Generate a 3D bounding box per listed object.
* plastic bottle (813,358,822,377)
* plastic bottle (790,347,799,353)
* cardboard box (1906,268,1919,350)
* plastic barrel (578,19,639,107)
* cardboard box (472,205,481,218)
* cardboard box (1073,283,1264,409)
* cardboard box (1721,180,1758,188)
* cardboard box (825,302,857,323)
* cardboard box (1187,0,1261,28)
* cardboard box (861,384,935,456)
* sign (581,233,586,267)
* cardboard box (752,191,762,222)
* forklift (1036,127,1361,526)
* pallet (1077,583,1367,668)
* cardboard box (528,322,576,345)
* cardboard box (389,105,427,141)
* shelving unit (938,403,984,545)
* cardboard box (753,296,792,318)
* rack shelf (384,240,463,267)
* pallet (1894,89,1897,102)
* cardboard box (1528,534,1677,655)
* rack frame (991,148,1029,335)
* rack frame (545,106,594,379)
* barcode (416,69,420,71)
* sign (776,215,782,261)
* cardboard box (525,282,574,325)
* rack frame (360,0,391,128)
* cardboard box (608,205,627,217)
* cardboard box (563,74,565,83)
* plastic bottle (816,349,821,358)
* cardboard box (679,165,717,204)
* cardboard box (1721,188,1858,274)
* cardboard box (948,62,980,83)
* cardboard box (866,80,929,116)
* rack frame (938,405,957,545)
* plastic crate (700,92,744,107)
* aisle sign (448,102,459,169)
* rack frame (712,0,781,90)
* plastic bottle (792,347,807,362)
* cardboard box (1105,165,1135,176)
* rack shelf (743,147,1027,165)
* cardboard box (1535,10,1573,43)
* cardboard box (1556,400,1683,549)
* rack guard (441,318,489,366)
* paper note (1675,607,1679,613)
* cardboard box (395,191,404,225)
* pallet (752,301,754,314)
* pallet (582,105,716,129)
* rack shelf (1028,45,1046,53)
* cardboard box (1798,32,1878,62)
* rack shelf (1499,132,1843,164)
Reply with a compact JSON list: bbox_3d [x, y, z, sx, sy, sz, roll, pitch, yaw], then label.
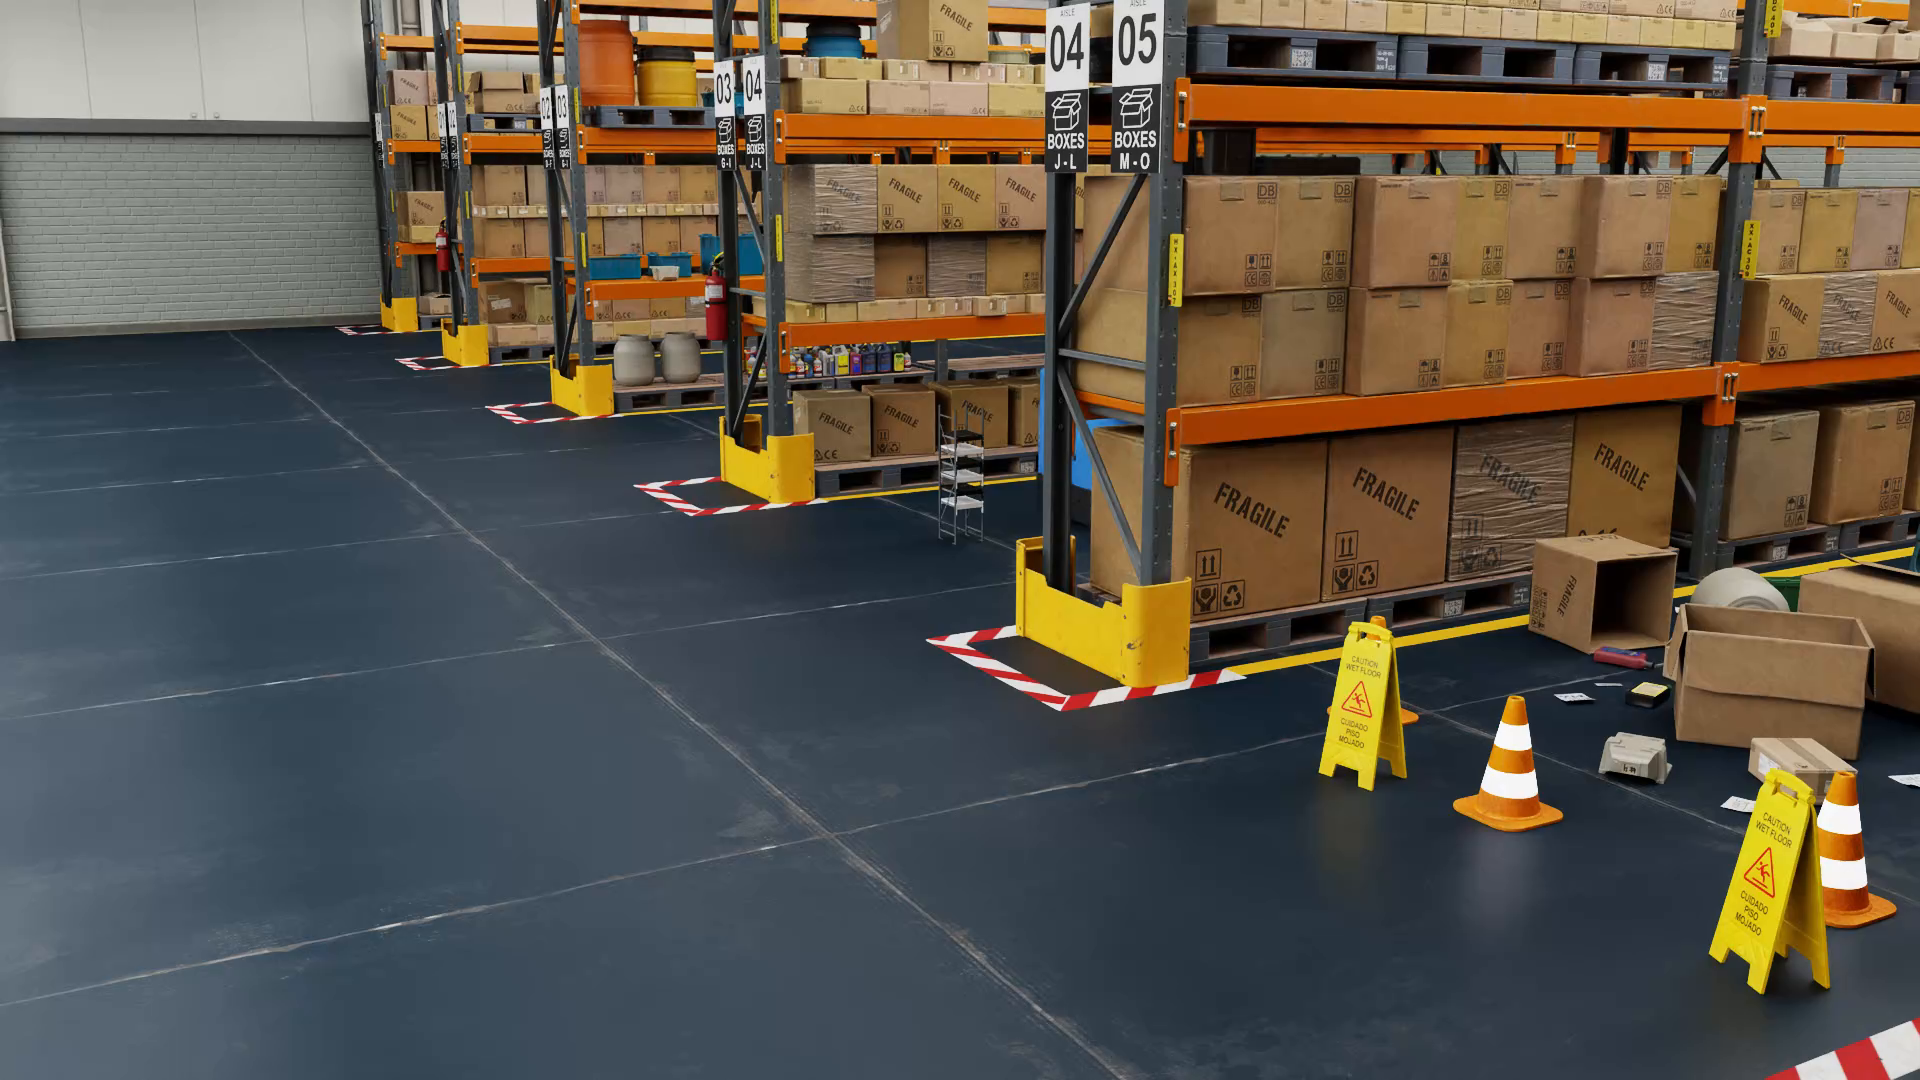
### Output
[{"bbox_3d":[-1.537,-1.861,17.920,0.097,0.201,0.097,0,13,0],"label":"plastic bottle"},{"bbox_3d":[-1.868,-2.076,18.534,0.185,0.351,0.144,-7,14,-28],"label":"plastic bottle"},{"bbox_3d":[6.158,-1.513,10.775,0.500,0.500,0.500,-7,14,-27],"label":"cardboard box"},{"bbox_3d":[-3.568,-4.756,16.644,0.708,0.830,0.600,-7,14,-28],"label":"plastic barrel"},{"bbox_3d":[-6.059,-4.200,21.234,0.250,0.149,0.380,-7,15,-29],"label":"cardboard box"},{"bbox_3d":[1.032,-1.003,8.391,0.550,0.550,0.875,-7,14,-28],"label":"cardboard box"},{"bbox_3d":[7.808,-3.510,17.362,0.637,0.503,0.797,-7,14,-27],"label":"cardboard box"},{"bbox_3d":[-0.967,-1.732,12.547,0.250,0.149,0.380,-7,14,-28],"label":"cardboard box"},{"bbox_3d":[1.182,-2.450,7.722,0.250,0.149,0.380,-7,14,-27],"label":"cardboard box"},{"bbox_3d":[-0.496,-0.966,13.304,0.500,0.500,0.500,-3,13,-13],"label":"cardboard box"},{"bbox_3d":[-3.674,-2.831,16.228,0.005,0.325,0.100,-7,14,-28],"label":"sign"},{"bbox_3d":[-3.649,-5.576,27.824,0.500,0.500,0.700,-5,14,-20],"label":"cardboard box"},{"bbox_3d":[2.095,-1.660,11.812,3.031,2.935,1.130,-6,14,-26],"label":"forklift"},{"bbox_3d":[1.392,0.380,8.942,1.213,0.211,1.003,-7,14,-28],"label":"pallet"},{"bbox_3d":[-5.289,-2.688,21.527,0.500,0.250,0.500,-7,14,-28],"label":"cardboard box"},{"bbox_3d":[-8.267,-6.221,24.814,0.500,0.500,0.500,-6,14,-26],"label":"cardboard box"},{"bbox_3d":[0.007,-0.440,11.014,0.210,0.900,0.258,-7,14,-28],"label":"shelving unit"},{"bbox_3d":[-1.409,-1.795,12.827,0.250,0.149,0.380,-7,14,-28],"label":"cardboard box"},{"bbox_3d":[-6.925,-4.571,26.229,4.000,0.370,1.077,-7,14,-28],"label":"rack shelf"},{"bbox_3d":[7.210,-3.017,11.280,1.003,0.211,1.213,-6,14,-25],"label":"pallet"},{"bbox_3d":[3.368,0.277,8.735,0.500,0.500,0.500,-4,13,-18],"label":"cardboard box"},{"bbox_3d":[0.718,-4.599,24.714,0.127,3.000,1.000,-7,14,-28],"label":"rack frame"},{"bbox_3d":[-3.933,-2.803,16.731,0.127,3.000,1.000,-7,14,-28],"label":"rack frame"},{"bbox_3d":[-8.297,-7.176,25.459,0.075,0.075,0.001,-7,14,-28],"label":"barcode"},{"bbox_3d":[-1.300,-2.166,11.930,0.005,0.325,0.100,-7,14,-28],"label":"sign"},{"bbox_3d":[-5.288,-3.053,21.443,0.500,0.500,0.500,-7,14,-28],"label":"cardboard box"},{"bbox_3d":[-8.680,-7.639,24.556,0.127,3.000,1.000,-7,14,-28],"label":"rack frame"},{"bbox_3d":[-4.506,-4.284,21.609,0.250,0.149,0.380,-7,14,-27],"label":"cardboard box"},{"bbox_3d":[-4.715,-5.665,21.115,0.500,0.500,0.500,-7,14,-28],"label":"cardboard box"},{"bbox_3d":[-1.498,-1.940,18.081,0.133,0.283,0.061,-7,14,-28],"label":"plastic bottle"},{"bbox_3d":[-3.622,-4.759,22.241,0.500,0.500,0.700,-7,14,-28],"label":"cardboard box"},{"bbox_3d":[5.122,-1.947,10.424,0.500,0.500,0.700,-7,15,-29],"label":"cardboard box"},{"bbox_3d":[-0.050,-3.548,12.643,0.250,0.149,0.380,-8,15,-30],"label":"cardboard box"},{"bbox_3d":[-0.564,-3.295,12.427,0.500,0.250,0.500,-7,15,-29],"label":"cardboard box"},{"bbox_3d":[-0.082,-0.429,10.967,0.006,0.900,0.240,-7,14,-28],"label":"rack frame"},{"bbox_3d":[-2.404,-4.517,17.553,0.575,0.384,0.392,-7,14,-28],"label":"plastic crate"},{"bbox_3d":[-6.214,-4.960,20.396,0.004,0.787,0.394,-7,14,-28],"label":"aisle sign"},{"bbox_3d":[-1.560,-4.775,11.831,0.127,3.000,1.000,-7,14,-28],"label":"rack frame"},{"bbox_3d":[-1.775,-2.014,18.428,0.135,0.276,0.152,-7,14,-28],"label":"plastic bottle"},{"bbox_3d":[1.249,-2.797,13.525,0.500,0.500,0.500,-7,14,-28],"label":"cardboard box"},{"bbox_3d":[-1.037,-5.501,23.529,4.000,0.370,1.077,-7,14,-28],"label":"rack shelf"},{"bbox_3d":[2.955,-2.663,8.665,0.250,0.149,0.380,-7,14,-28],"label":"cardboard box"},{"bbox_3d":[3.653,-0.418,10.018,0.875,0.875,0.875,-7,14,-27],"label":"cardboard box"},{"bbox_3d":[-6.324,-2.536,21.238,0.348,0.500,1.175,-7,14,-28],"label":"rack guard"},{"bbox_3d":[4.082,0.391,9.301,0.147,0.020,0.142,5,14,21],"label":"paper note"},{"bbox_3d":[-8.368,-5.105,25.549,0.500,0.500,0.500,-7,14,-28],"label":"cardboard box"},{"bbox_3d":[-3.414,-3.984,28.330,1.213,0.211,1.003,-7,14,-28],"label":"pallet"},{"bbox_3d":[-3.160,-4.242,16.725,1.213,0.211,1.003,-7,14,-28],"label":"pallet"},{"bbox_3d":[2.474,-7.190,25.113,4.000,0.370,1.077,-7,14,-28],"label":"rack shelf"},{"bbox_3d":[5.268,-2.958,9.978,0.380,0.149,0.250,-7,14,-28],"label":"cardboard box"},{"bbox_3d":[7.217,-4.013,16.914,4.000,0.370,1.077,-7,14,-28],"label":"rack shelf"}]
